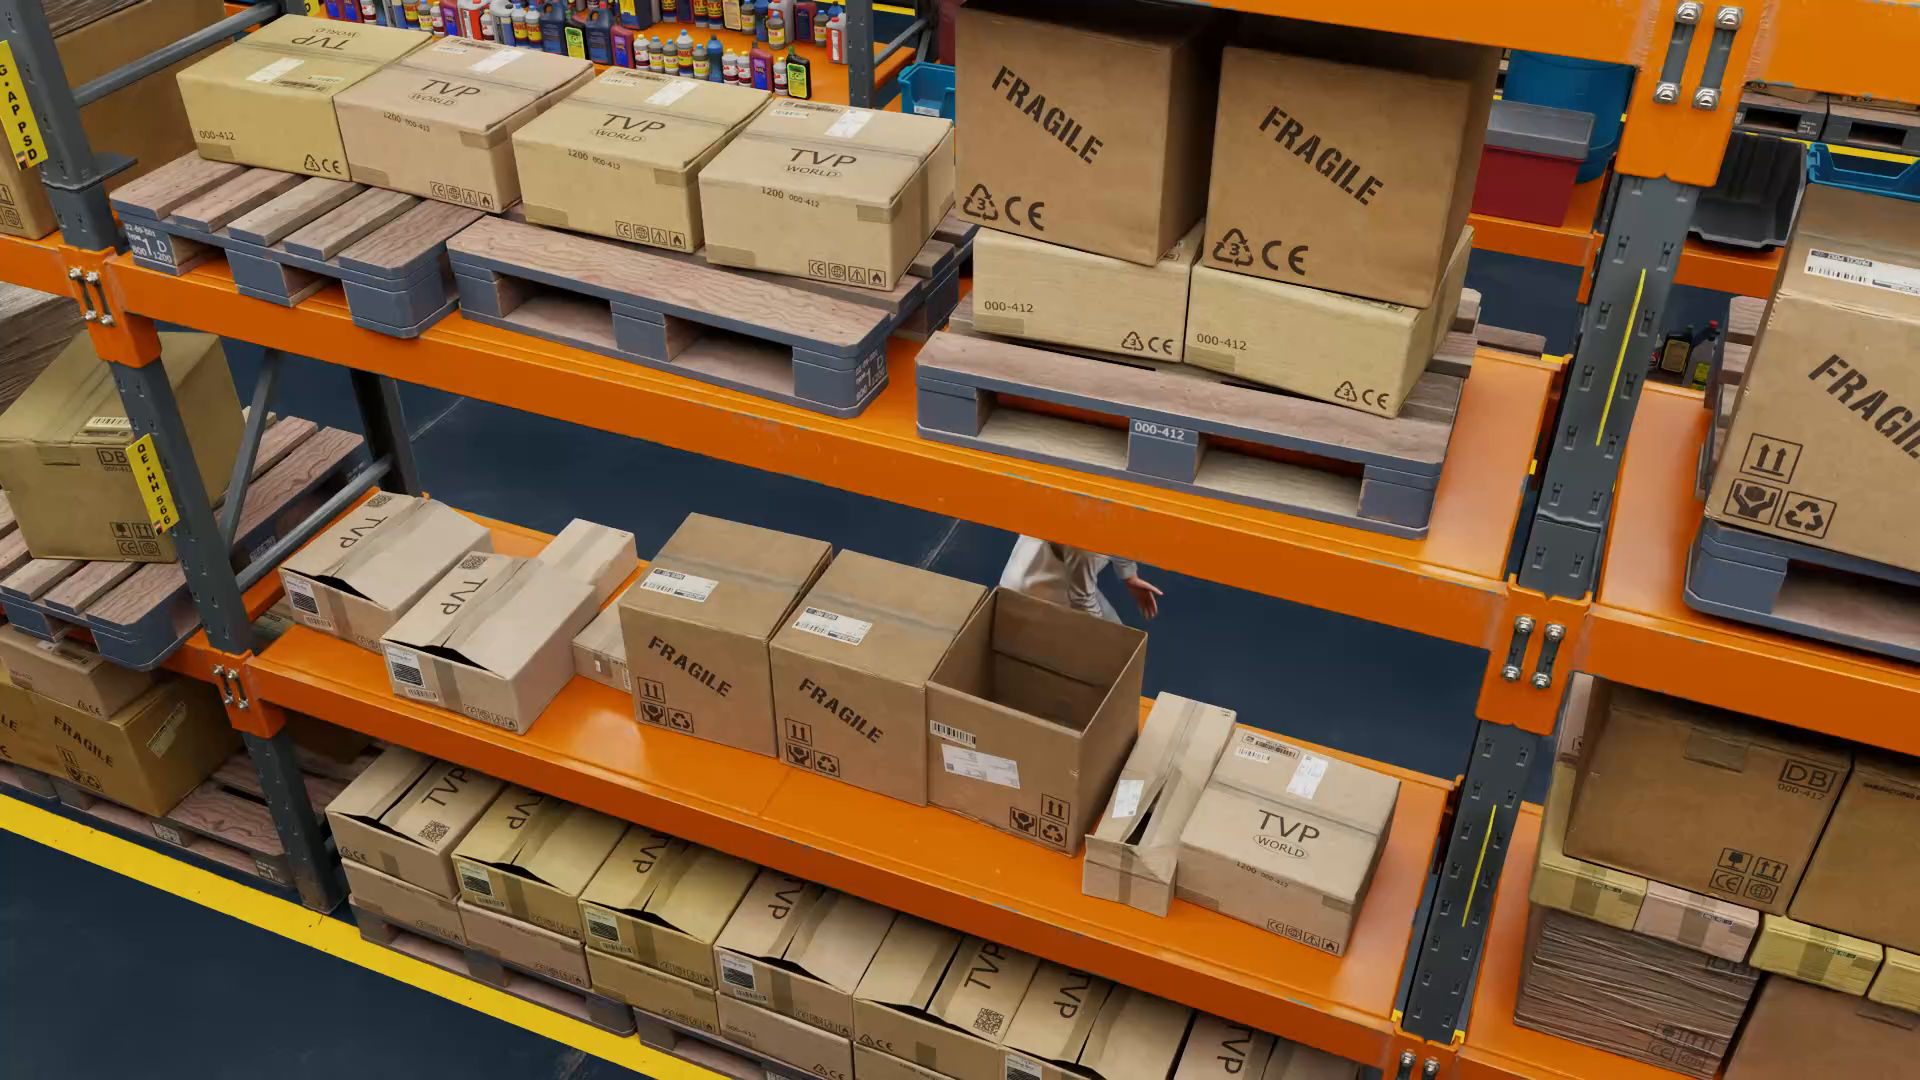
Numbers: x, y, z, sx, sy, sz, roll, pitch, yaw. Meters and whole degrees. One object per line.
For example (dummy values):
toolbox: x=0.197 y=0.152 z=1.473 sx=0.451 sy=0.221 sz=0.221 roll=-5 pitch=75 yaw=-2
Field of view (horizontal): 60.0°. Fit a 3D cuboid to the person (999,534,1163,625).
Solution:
person: x=0.509 y=0.231 z=6.679 sx=0.671 sy=1.559 sz=0.588 roll=14 pitch=40 yaw=18
